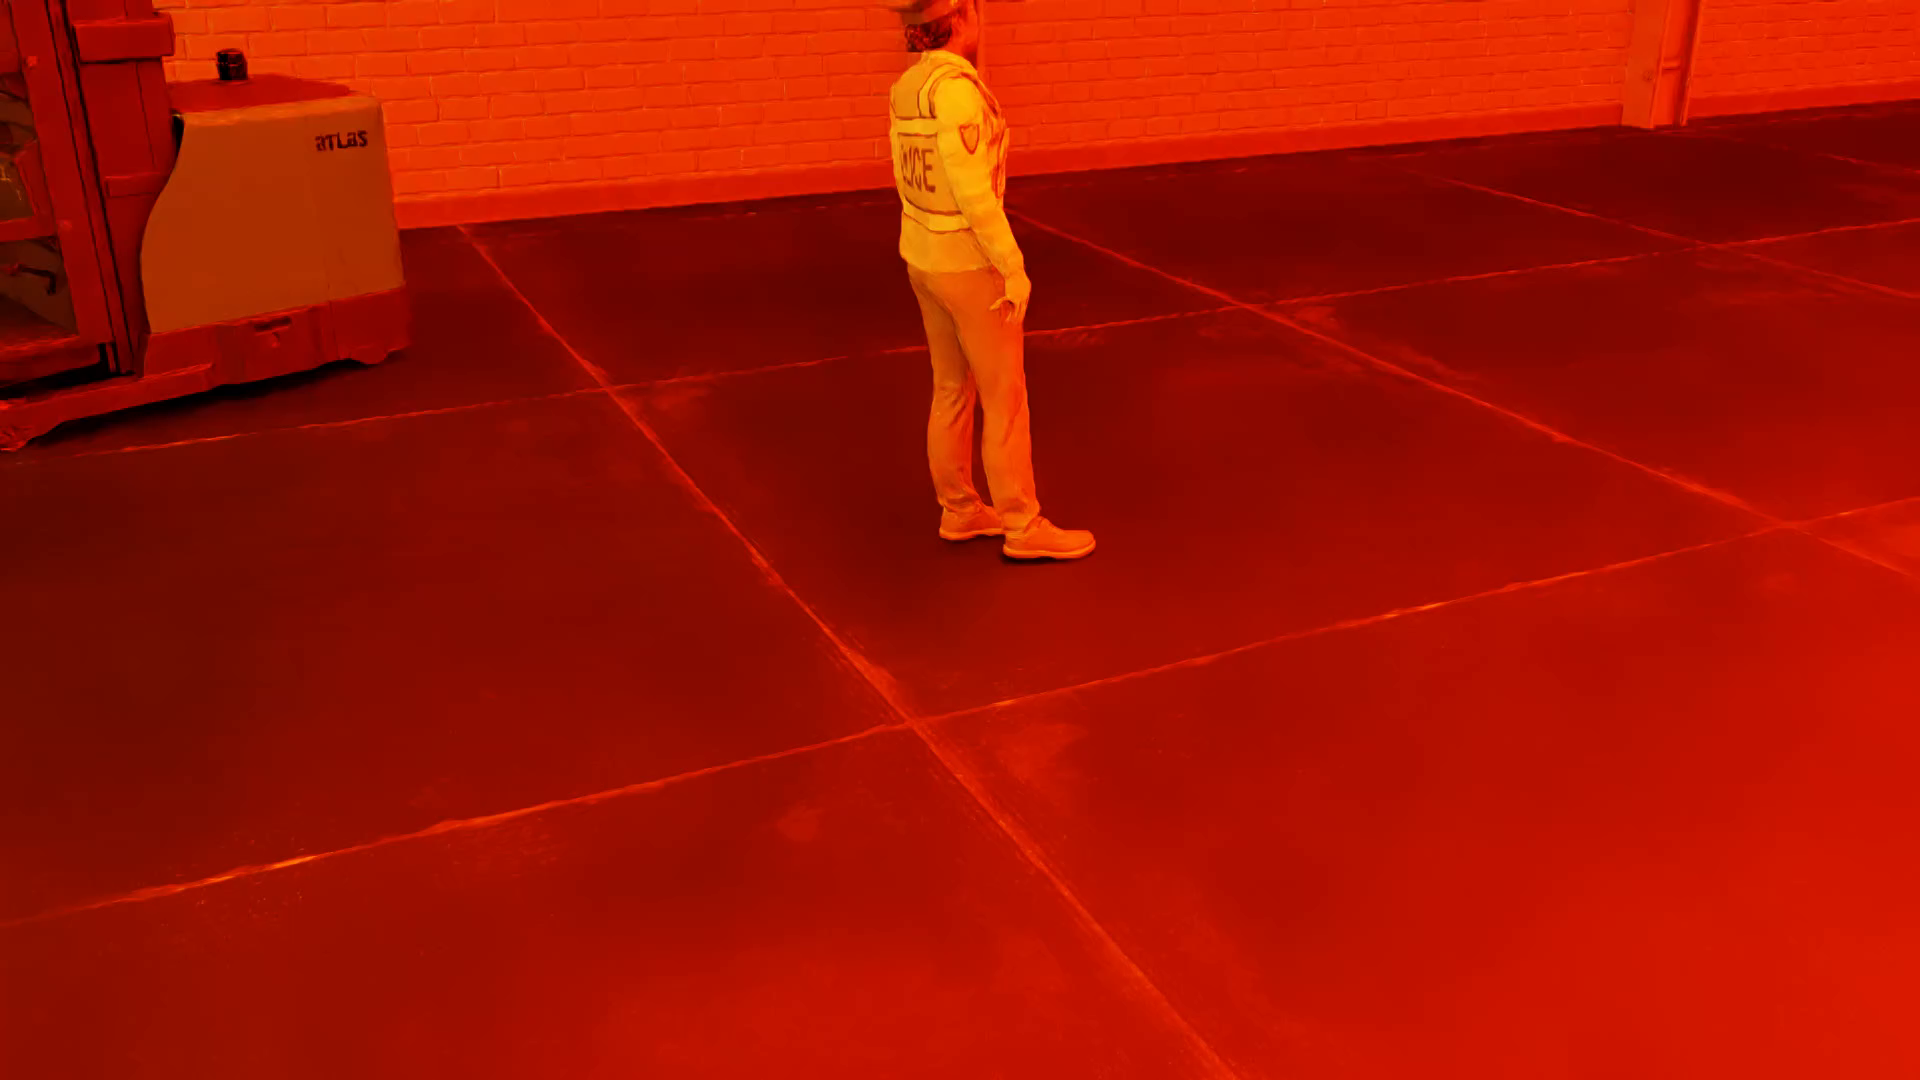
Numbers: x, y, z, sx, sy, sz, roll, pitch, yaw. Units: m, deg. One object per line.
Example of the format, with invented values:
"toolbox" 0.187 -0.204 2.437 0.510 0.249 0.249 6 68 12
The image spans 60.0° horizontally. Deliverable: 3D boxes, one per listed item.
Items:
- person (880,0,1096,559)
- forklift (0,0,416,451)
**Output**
"person" 0.064 -0.798 4.799 0.532 1.695 0.586 -10 25 -23
"forklift" -3.657 -1.838 5.711 1.130 2.935 3.031 21 30 41
